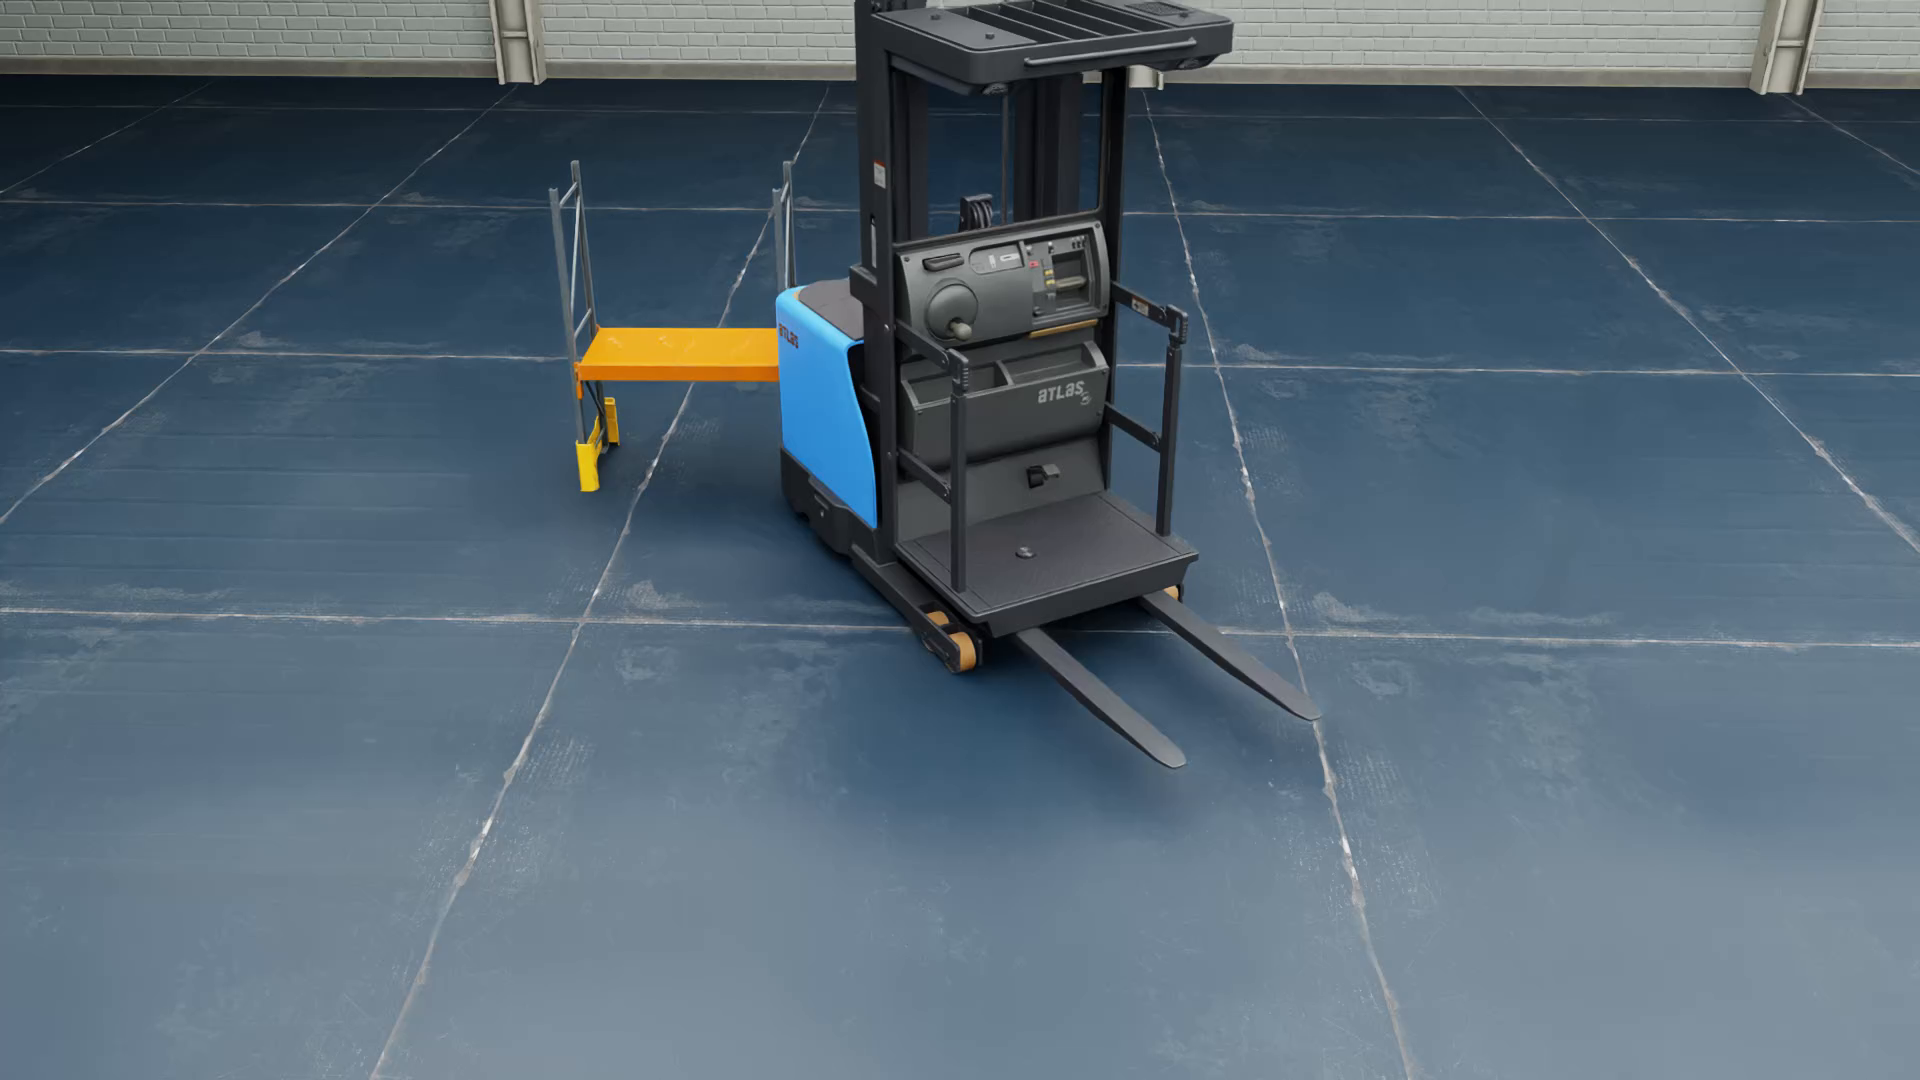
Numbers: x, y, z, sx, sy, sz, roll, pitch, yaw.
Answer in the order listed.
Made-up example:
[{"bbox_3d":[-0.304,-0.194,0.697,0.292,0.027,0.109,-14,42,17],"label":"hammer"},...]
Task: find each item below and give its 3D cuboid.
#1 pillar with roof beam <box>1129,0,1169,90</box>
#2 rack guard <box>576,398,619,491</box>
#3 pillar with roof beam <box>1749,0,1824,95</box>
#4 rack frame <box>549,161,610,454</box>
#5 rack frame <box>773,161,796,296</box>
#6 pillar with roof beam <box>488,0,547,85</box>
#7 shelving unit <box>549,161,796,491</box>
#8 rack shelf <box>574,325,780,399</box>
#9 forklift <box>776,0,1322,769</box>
[{"bbox_3d":[1.595,-6.330,10.084,0.400,9.000,9.100,1,28,2],"label":"pillar with roof beam"},{"bbox_3d":[-1.828,-0.489,8.405,0.087,0.250,0.587,0,28,1],"label":"rack guard"},{"bbox_3d":[7.592,-6.231,9.897,0.400,9.000,9.100,1,28,2],"label":"pillar with roof beam"},{"bbox_3d":[-1.847,-1.041,8.112,0.032,1.500,0.500,0,28,1],"label":"rack frame"},{"bbox_3d":[-0.831,-1.036,8.102,0.032,1.500,0.500,0,28,1],"label":"rack frame"},{"bbox_3d":[-4.401,-6.429,10.271,0.400,9.000,9.100,1,28,2],"label":"pillar with roof beam"},{"bbox_3d":[-1.330,-1.038,8.107,1.083,1.500,0.587,0,28,1],"label":"shelving unit"},{"bbox_3d":[-1.339,-0.879,8.192,1.000,0.185,0.538,0,28,1],"label":"rack shelf"},{"bbox_3d":[0.296,-1.000,6.506,1.130,2.935,3.031,-15,31,-25],"label":"forklift"}]
